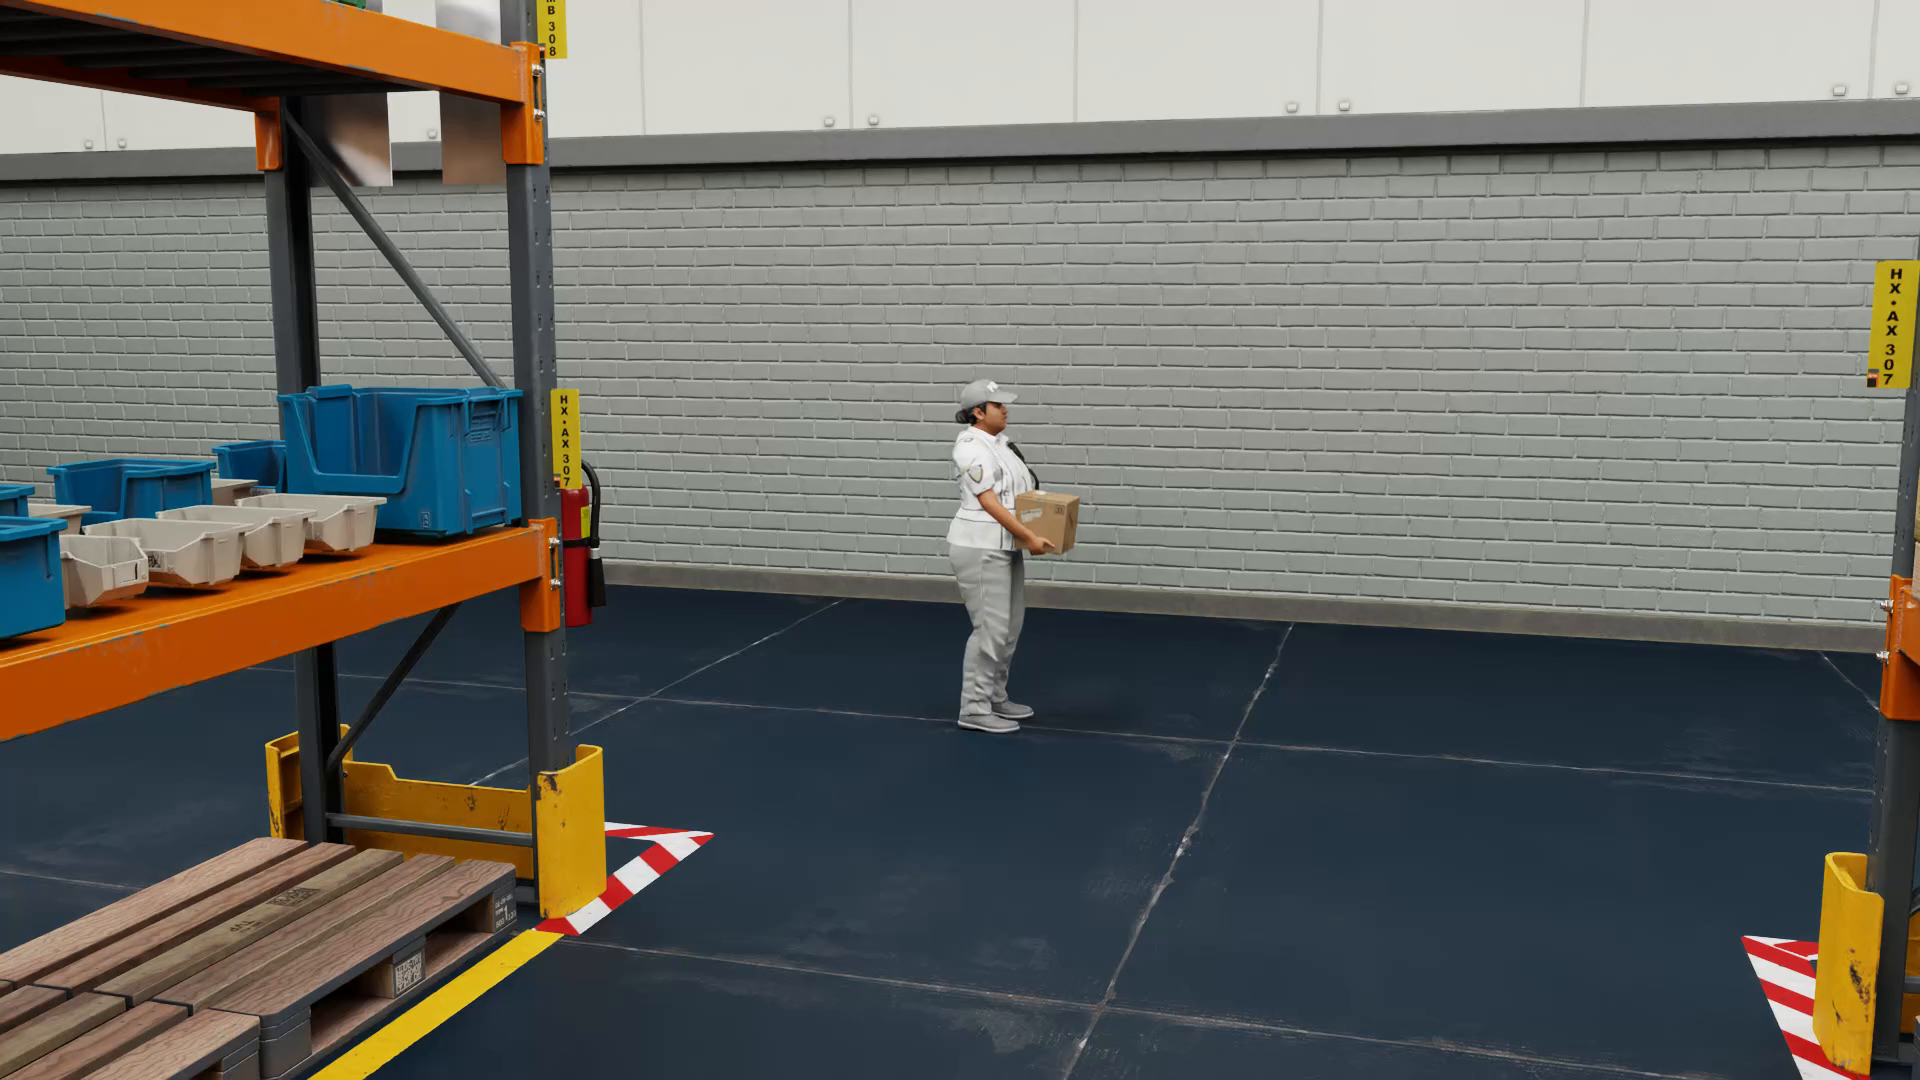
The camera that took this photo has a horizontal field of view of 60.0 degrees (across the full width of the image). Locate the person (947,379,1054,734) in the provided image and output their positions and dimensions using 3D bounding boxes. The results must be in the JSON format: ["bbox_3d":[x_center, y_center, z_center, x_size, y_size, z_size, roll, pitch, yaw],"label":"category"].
[{"bbox_3d":[0.221,0.068,7.907,0.541,1.655,0.454,3,9,17],"label":"person"}]
